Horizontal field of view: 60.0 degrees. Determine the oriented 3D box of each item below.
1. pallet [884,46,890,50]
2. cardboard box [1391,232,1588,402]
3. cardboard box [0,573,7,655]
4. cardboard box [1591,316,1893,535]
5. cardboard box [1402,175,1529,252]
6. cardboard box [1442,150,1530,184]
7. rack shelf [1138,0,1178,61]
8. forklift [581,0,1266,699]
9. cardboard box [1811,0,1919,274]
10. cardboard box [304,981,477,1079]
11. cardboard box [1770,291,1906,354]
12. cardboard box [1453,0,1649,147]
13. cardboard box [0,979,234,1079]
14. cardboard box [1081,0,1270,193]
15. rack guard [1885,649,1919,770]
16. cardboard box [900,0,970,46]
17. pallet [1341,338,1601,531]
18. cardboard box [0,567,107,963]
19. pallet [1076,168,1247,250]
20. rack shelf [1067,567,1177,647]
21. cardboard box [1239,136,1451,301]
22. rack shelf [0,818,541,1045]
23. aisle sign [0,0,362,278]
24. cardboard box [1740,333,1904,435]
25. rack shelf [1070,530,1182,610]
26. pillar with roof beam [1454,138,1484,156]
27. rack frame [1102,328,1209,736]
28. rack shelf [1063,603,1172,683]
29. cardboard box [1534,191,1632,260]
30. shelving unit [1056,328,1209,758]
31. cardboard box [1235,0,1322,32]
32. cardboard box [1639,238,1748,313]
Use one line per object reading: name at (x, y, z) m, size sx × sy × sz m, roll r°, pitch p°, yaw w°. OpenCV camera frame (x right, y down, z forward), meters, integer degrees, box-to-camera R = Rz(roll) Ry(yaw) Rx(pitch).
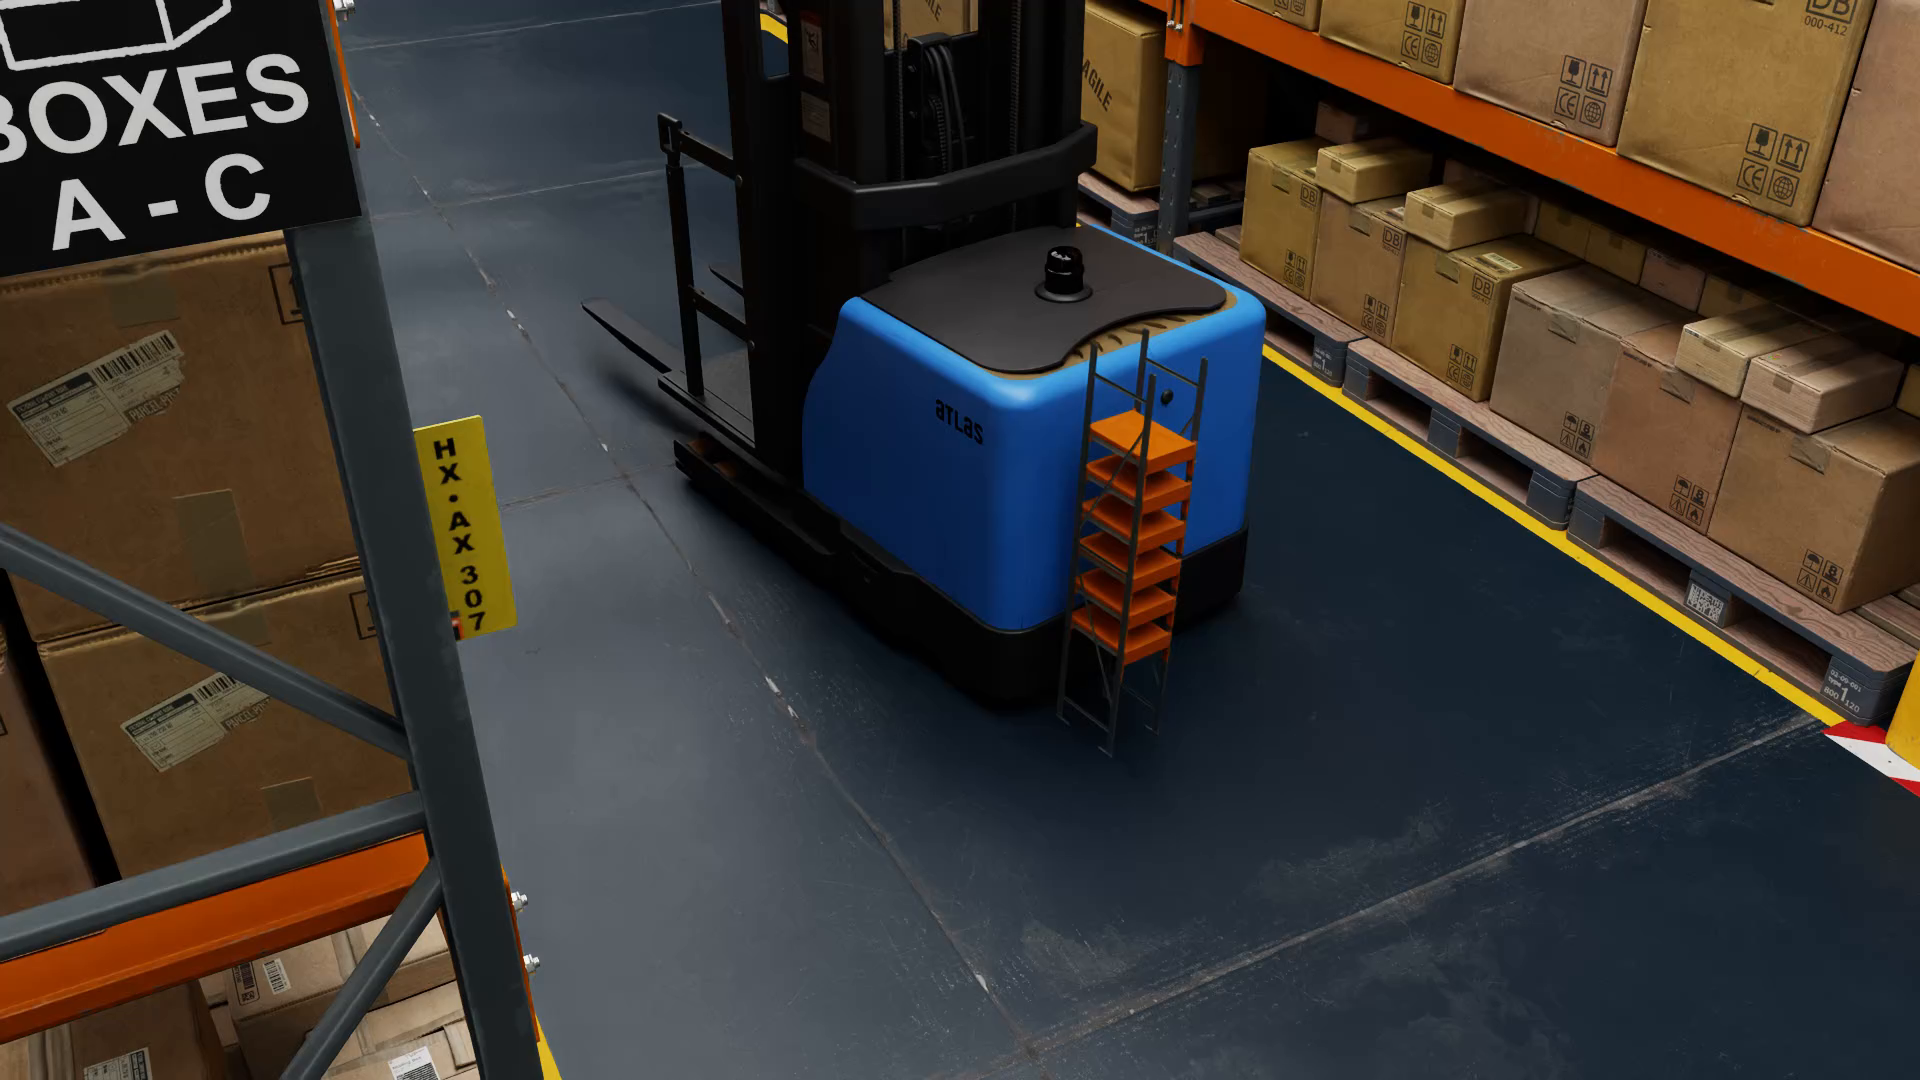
pallet at (-0.181, -3.004, 10.243) m, size 1.003 × 0.211 × 1.213 m, roll -16°, pitch 36°, yaw -23°
cardboard box at (2.110, -0.920, 6.333) m, size 0.700 × 0.500 × 0.500 m, roll -15°, pitch 36°, yaw -22°
cardboard box at (-1.583, -0.114, 2.128) m, size 0.500 × 0.500 × 0.500 m, roll -16°, pitch 36°, yaw -24°
cardboard box at (2.600, -0.428, 5.565) m, size 0.700 × 0.500 × 0.500 m, roll -16°, pitch 36°, yaw -23°
cardboard box at (1.883, -1.221, 6.202) m, size 0.380 × 0.149 × 0.250 m, roll -17°, pitch 36°, yaw -24°
cardboard box at (2.120, -1.422, 6.515) m, size 0.380 × 0.149 × 0.250 m, roll -17°, pitch 36°, yaw -25°
rack shelf at (0.450, -3.316, 8.812) m, size 1.077 × 0.370 × 4.000 m, roll -16°, pitch 36°, yaw -23°
forklift at (-0.381, -1.501, 5.375) m, size 1.130 × 2.935 × 3.031 m, roll -23°, pitch 39°, yaw -31°
cardboard box at (3.001, -1.123, 4.444) m, size 0.980 × 0.700 × 0.700 m, roll -14°, pitch 35°, yaw -21°
cardboard box at (-1.140, 1.094, 3.480) m, size 0.380 × 0.166 × 0.250 m, roll -16°, pitch 36°, yaw -23°
cardboard box at (2.831, -0.694, 5.379) m, size 0.380 × 0.149 × 0.250 m, roll -16°, pitch 36°, yaw -23°
cardboard box at (2.305, -1.833, 5.553) m, size 0.980 × 0.700 × 0.700 m, roll -18°, pitch 37°, yaw -25°
cardboard box at (-1.604, 1.162, 3.065) m, size 0.500 × 0.500 × 0.500 m, roll -16°, pitch 36°, yaw -23°
cardboard box at (0.965, -2.214, 8.028) m, size 0.750 × 0.750 × 0.750 m, roll -15°, pitch 36°, yaw -23°
rack guard at (3.259, 0.308, 4.805) m, size 1.175 × 0.500 × 0.348 m, roll -16°, pitch 36°, yaw -23°
cardboard box at (0.148, -3.042, 9.320) m, size 0.750 × 0.750 × 0.750 m, roll -16°, pitch 36°, yaw -23°
pallet at (2.241, -0.525, 6.374) m, size 1.003 × 0.211 × 1.213 m, roll -16°, pitch 36°, yaw -23°
cardboard box at (-1.582, 0.305, 2.401) m, size 0.500 × 0.500 × 0.500 m, roll -15°, pitch 35°, yaw -22°
pallet at (0.957, -1.840, 8.426) m, size 1.003 × 0.211 × 1.213 m, roll -16°, pitch 36°, yaw -23°
rack shelf at (0.452, 0.172, 4.665) m, size 0.180 × 0.103 × 0.258 m, roll -19°, pitch 37°, yaw -33°
cardboard box at (1.641, -1.406, 7.092) m, size 0.700 × 0.500 × 0.500 m, roll -15°, pitch 36°, yaw -23°
rack shelf at (-2.065, -0.159, 3.885) m, size 1.077 × 0.370 × 4.000 m, roll -16°, pitch 36°, yaw -23°
aisle sign at (-0.841, -0.644, 1.564) m, size 0.394 × 0.787 × 0.004 m, roll -16°, pitch 36°, yaw -23°
cardboard box at (2.612, -0.477, 5.041) m, size 0.380 × 0.149 × 0.250 m, roll -16°, pitch 36°, yaw -24°
rack shelf at (0.458, 0.068, 4.605) m, size 0.180 × 0.103 × 0.258 m, roll -19°, pitch 37°, yaw -33°
pillar with roof beam at (-1.334, -3.991, 3.638) m, size 9.100 × 9.000 × 0.400 m, roll -16°, pitch 36°, yaw -23°
rack frame at (0.532, 0.005, 4.632) m, size 0.006 × 1.200 × 0.240 m, roll -19°, pitch 37°, yaw -33°
rack shelf at (0.446, 0.275, 4.726) m, size 0.180 × 0.103 × 0.258 m, roll -19°, pitch 37°, yaw -33°
cardboard box at (2.358, -1.178, 6.135) m, size 0.380 × 0.149 × 0.250 m, roll -17°, pitch 36°, yaw -24°
shelving unit at (0.460, 0.030, 4.582) m, size 0.189 × 1.200 × 0.258 m, roll -19°, pitch 37°, yaw -33°
cardboard box at (1.621, -2.528, 6.637) m, size 0.980 × 0.700 × 0.700 m, roll -15°, pitch 36°, yaw -22°
cardboard box at (2.596, -0.935, 5.755) m, size 0.380 × 0.149 × 0.250 m, roll -15°, pitch 36°, yaw -22°
